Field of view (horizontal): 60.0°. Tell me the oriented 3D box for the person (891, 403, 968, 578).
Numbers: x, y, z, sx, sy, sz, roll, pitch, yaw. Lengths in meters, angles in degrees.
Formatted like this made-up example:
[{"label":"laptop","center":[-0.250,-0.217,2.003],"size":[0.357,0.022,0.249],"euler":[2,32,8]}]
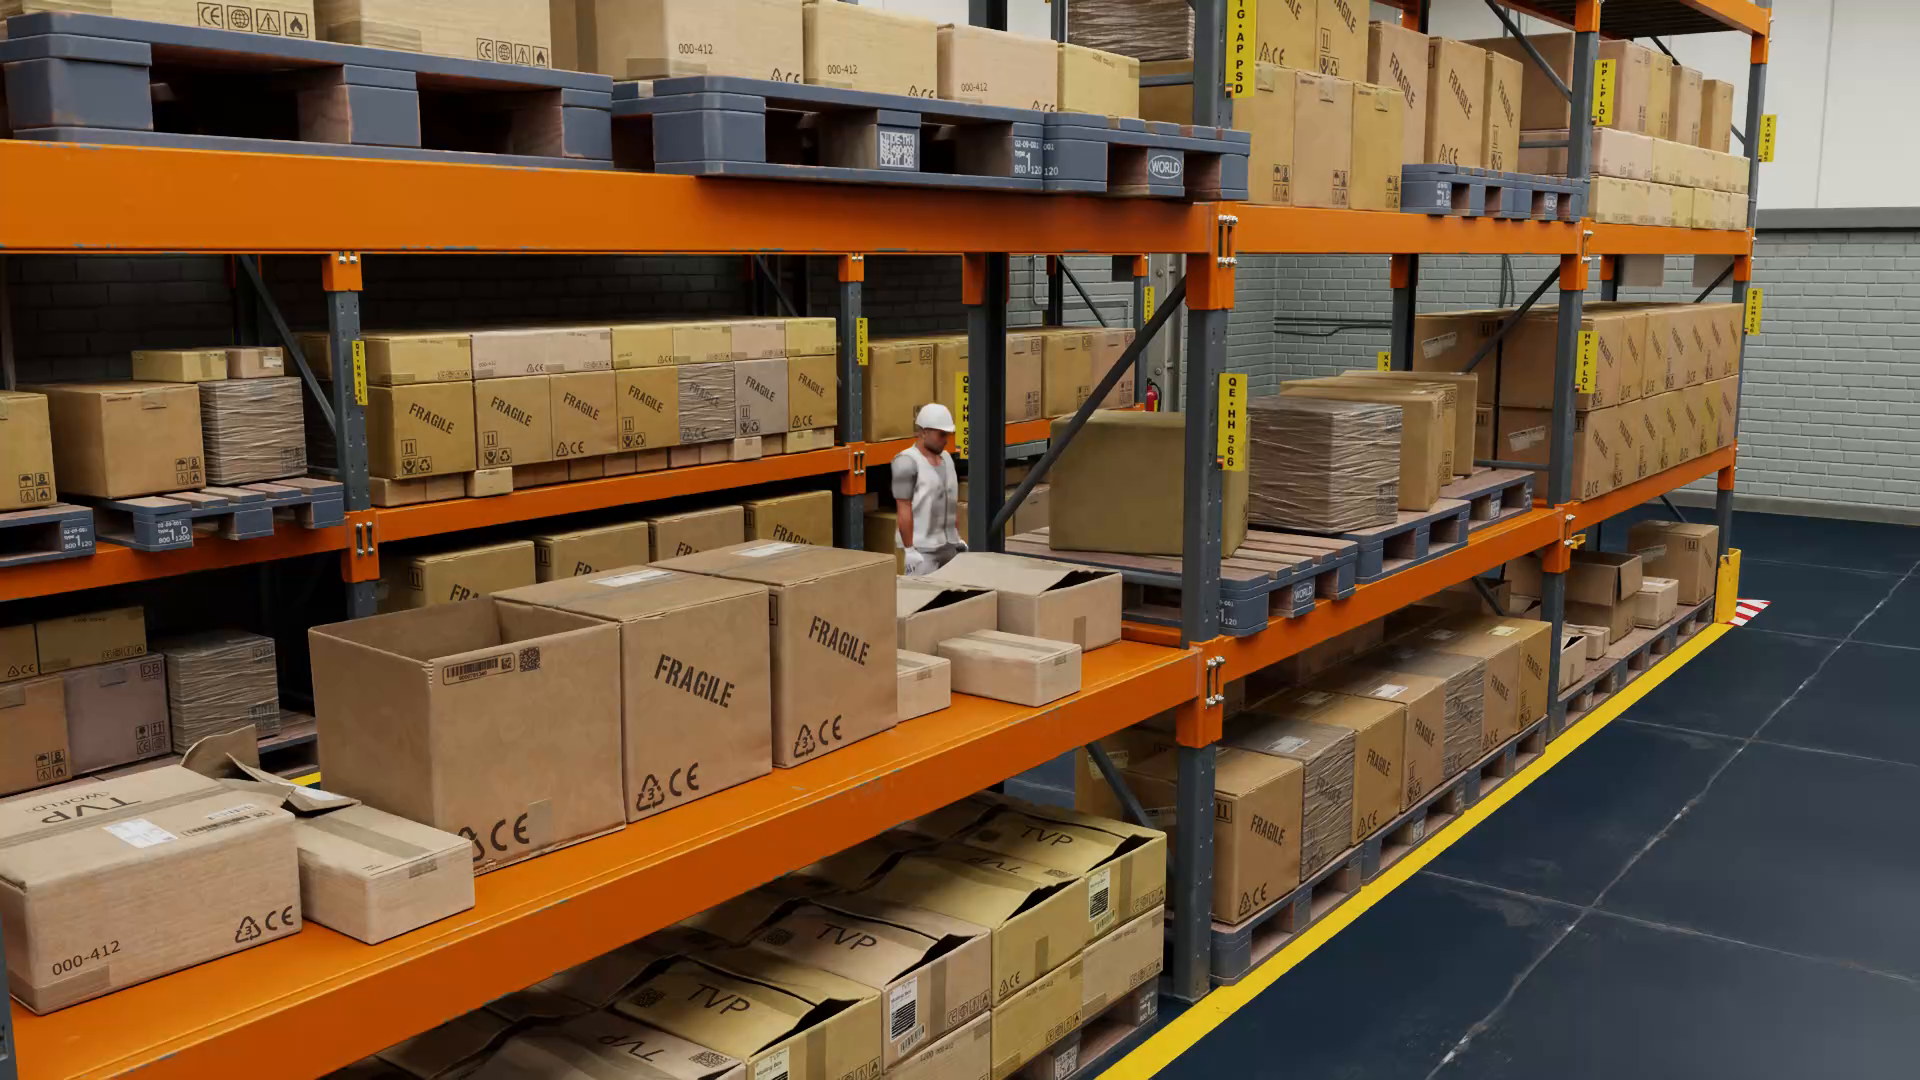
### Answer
[{"label":"person","center":[-0.169,0.066,9.967],"size":[0.364,1.774,0.529],"euler":[7,12,37]}]
